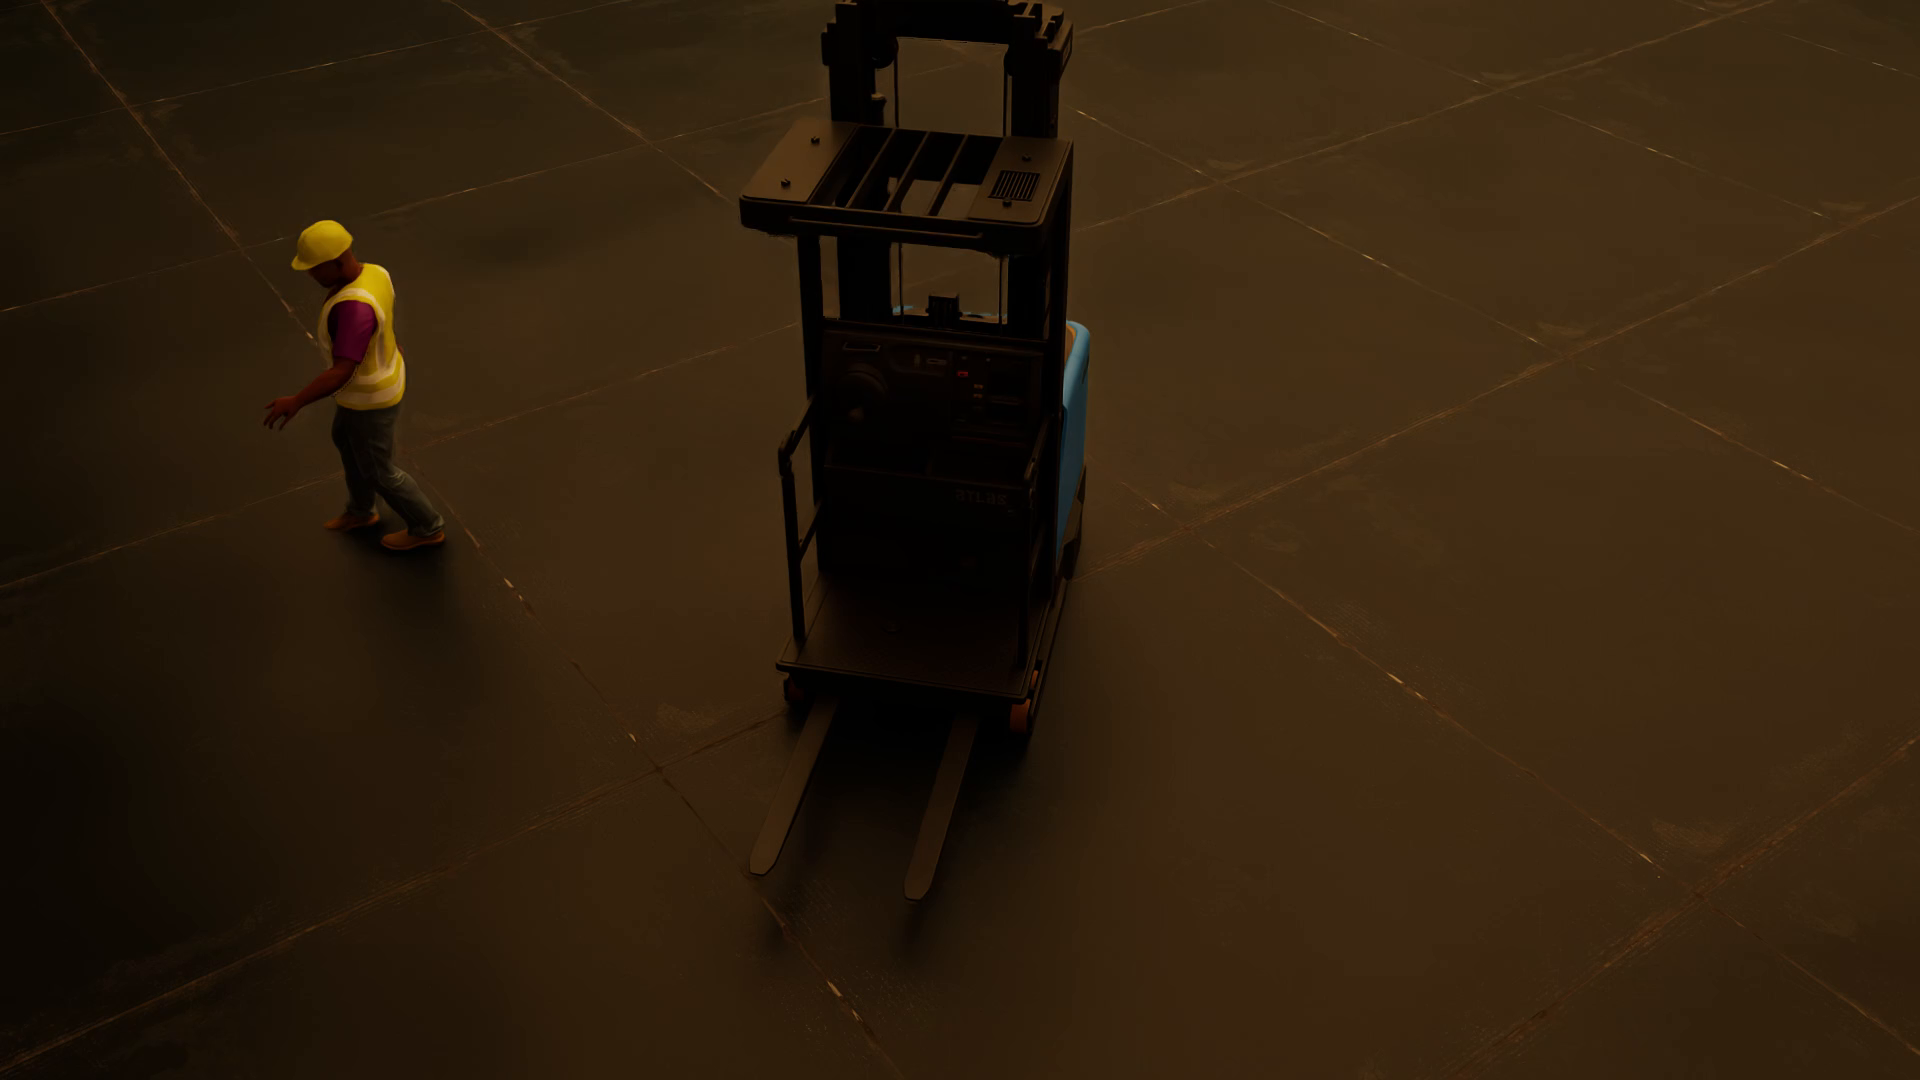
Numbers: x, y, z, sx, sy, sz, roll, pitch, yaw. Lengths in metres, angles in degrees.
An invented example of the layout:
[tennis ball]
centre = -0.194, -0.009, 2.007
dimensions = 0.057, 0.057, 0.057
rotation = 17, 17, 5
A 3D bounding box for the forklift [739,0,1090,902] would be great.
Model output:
[forklift]
centre = -0.163, -0.573, 6.719
dimensions = 1.130, 2.935, 3.031
rotation = 7, 37, 10

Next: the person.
[person]
centre = -2.925, -0.711, 7.944
dimensions = 0.658, 1.780, 1.048
rotation = -5, 37, -6
